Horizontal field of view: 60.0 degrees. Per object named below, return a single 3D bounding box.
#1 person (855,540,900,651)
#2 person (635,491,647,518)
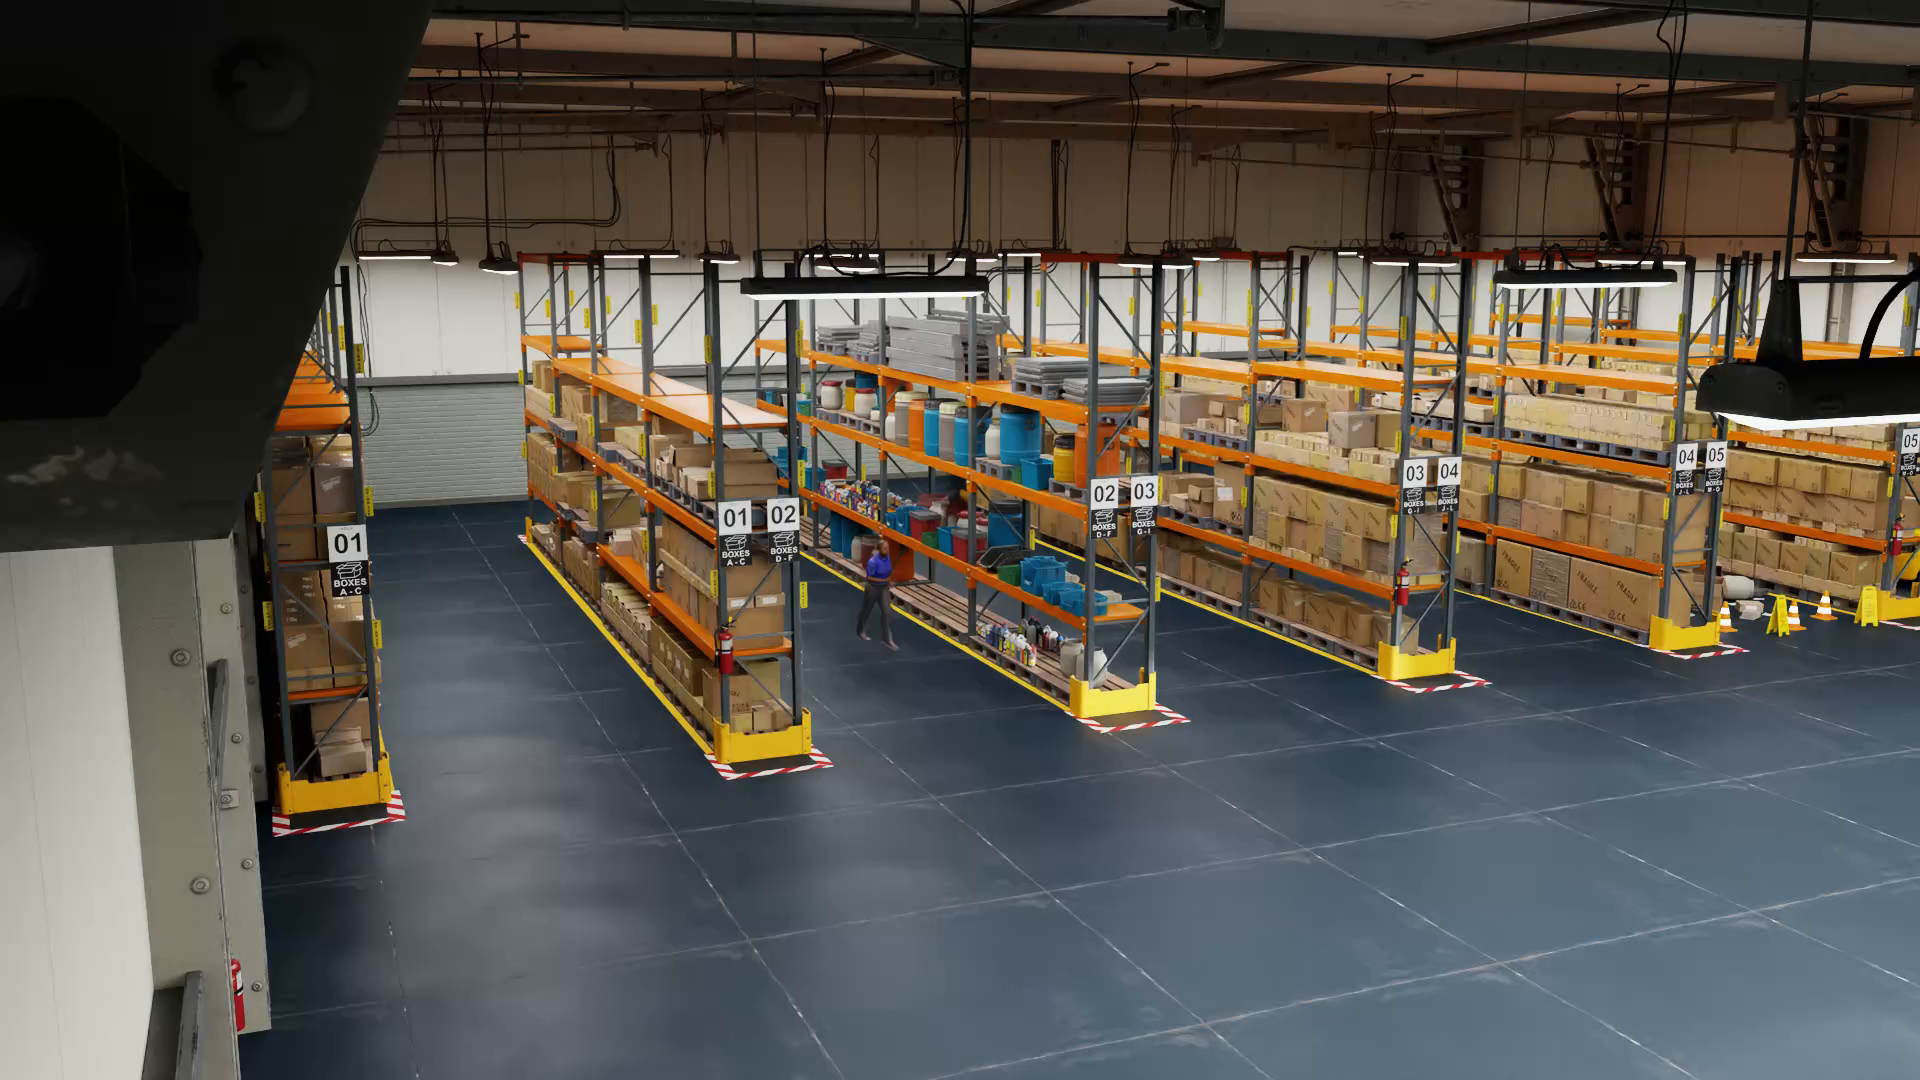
[{"bbox_3d":[-1.220,0.797,24.677,0.573,1.654,0.916,-8,13,-38],"label":"person"},{"bbox_3d":[-6.795,-1.026,36.024,0.734,1.651,0.855,-6,12,-30],"label":"person"}]
